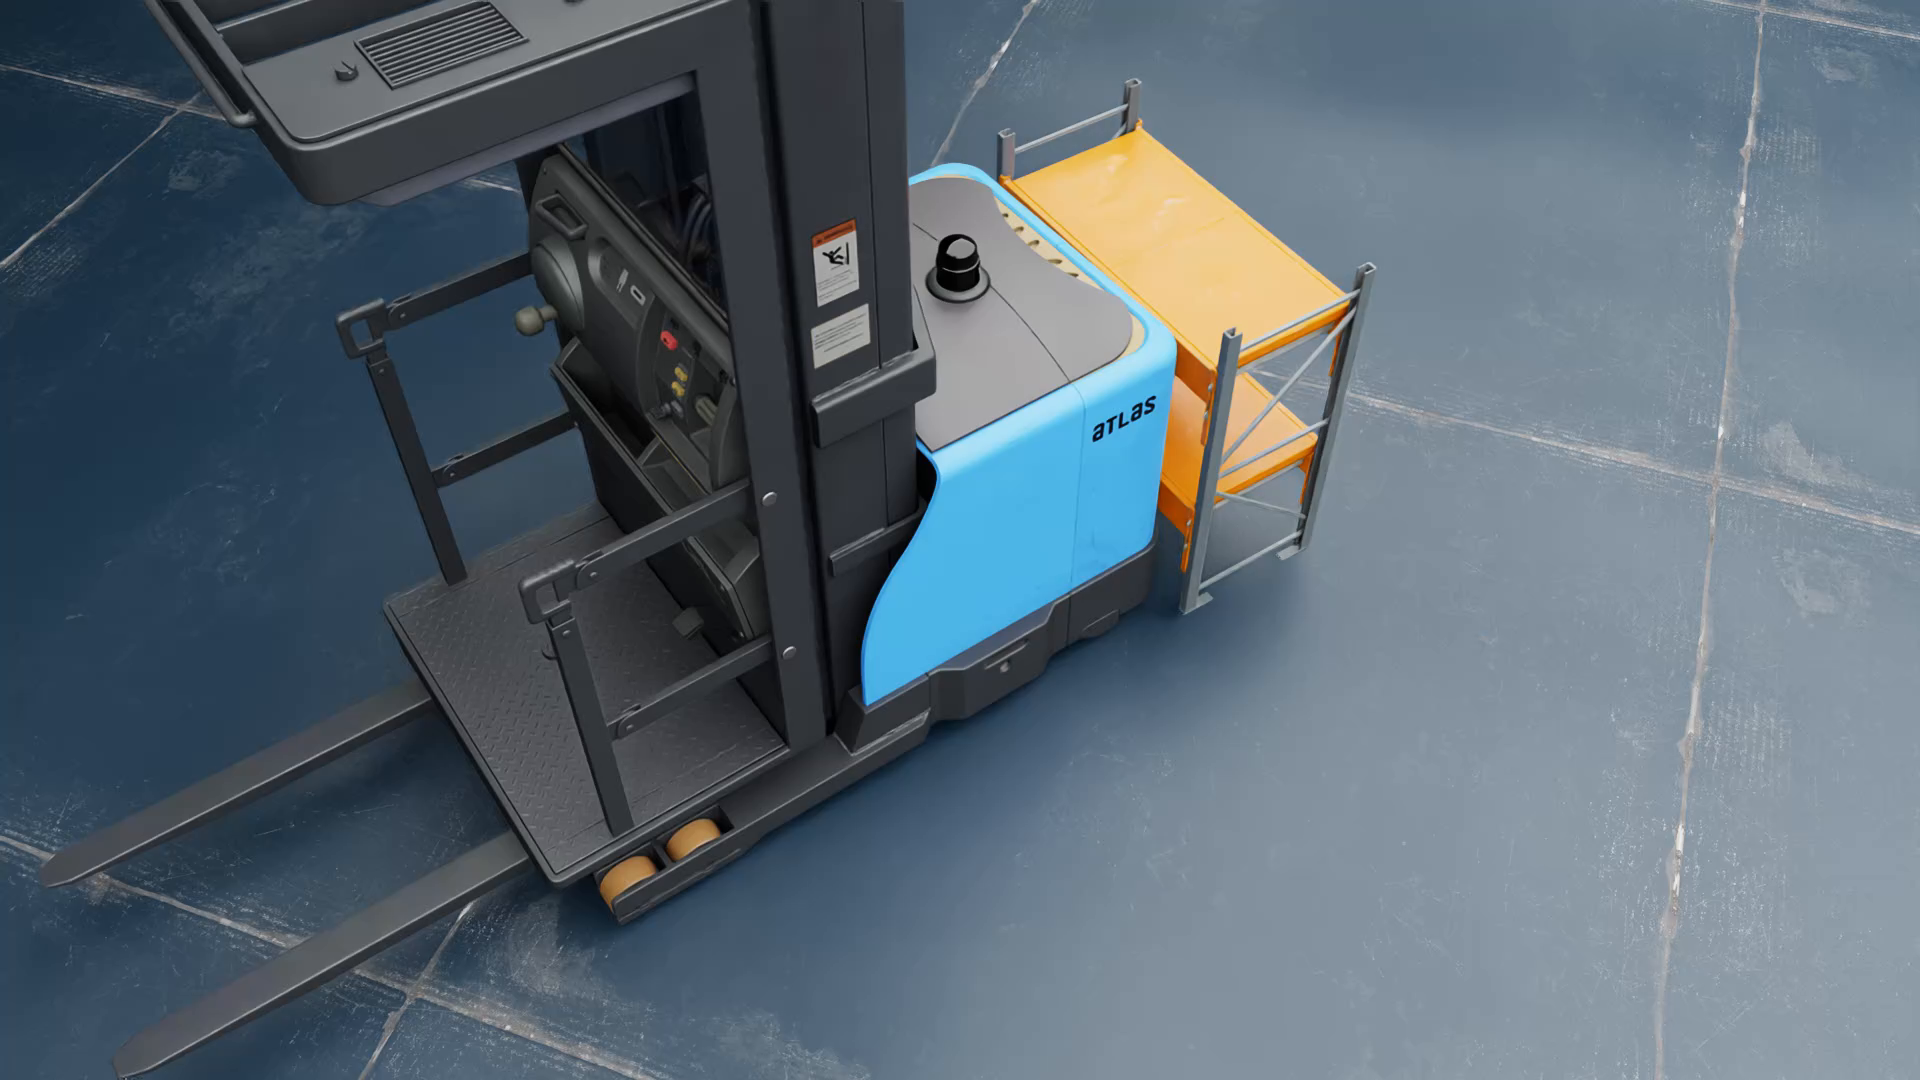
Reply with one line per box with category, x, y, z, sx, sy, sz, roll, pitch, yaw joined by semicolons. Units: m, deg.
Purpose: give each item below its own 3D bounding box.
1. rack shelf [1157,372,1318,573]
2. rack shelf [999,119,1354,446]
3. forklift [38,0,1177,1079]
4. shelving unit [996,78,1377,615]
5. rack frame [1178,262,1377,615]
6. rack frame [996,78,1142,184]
rack shelf;0.603;-0.415;5.188;0.538;0.278;1.000;-26;54;-21
rack shelf;0.604;-0.767;4.782;0.538;0.278;1.000;-26;54;-21
forklift;-0.916;-0.427;3.681;3.031;2.935;1.130;-28;55;-22
shelving unit;0.604;-0.575;5.004;0.538;1.125;1.048;-26;54;-21
rack frame;0.883;-0.254;4.726;0.500;1.125;0.032;-26;54;-21
rack frame;0.324;-0.896;5.282;0.500;1.125;0.032;-26;54;-21
